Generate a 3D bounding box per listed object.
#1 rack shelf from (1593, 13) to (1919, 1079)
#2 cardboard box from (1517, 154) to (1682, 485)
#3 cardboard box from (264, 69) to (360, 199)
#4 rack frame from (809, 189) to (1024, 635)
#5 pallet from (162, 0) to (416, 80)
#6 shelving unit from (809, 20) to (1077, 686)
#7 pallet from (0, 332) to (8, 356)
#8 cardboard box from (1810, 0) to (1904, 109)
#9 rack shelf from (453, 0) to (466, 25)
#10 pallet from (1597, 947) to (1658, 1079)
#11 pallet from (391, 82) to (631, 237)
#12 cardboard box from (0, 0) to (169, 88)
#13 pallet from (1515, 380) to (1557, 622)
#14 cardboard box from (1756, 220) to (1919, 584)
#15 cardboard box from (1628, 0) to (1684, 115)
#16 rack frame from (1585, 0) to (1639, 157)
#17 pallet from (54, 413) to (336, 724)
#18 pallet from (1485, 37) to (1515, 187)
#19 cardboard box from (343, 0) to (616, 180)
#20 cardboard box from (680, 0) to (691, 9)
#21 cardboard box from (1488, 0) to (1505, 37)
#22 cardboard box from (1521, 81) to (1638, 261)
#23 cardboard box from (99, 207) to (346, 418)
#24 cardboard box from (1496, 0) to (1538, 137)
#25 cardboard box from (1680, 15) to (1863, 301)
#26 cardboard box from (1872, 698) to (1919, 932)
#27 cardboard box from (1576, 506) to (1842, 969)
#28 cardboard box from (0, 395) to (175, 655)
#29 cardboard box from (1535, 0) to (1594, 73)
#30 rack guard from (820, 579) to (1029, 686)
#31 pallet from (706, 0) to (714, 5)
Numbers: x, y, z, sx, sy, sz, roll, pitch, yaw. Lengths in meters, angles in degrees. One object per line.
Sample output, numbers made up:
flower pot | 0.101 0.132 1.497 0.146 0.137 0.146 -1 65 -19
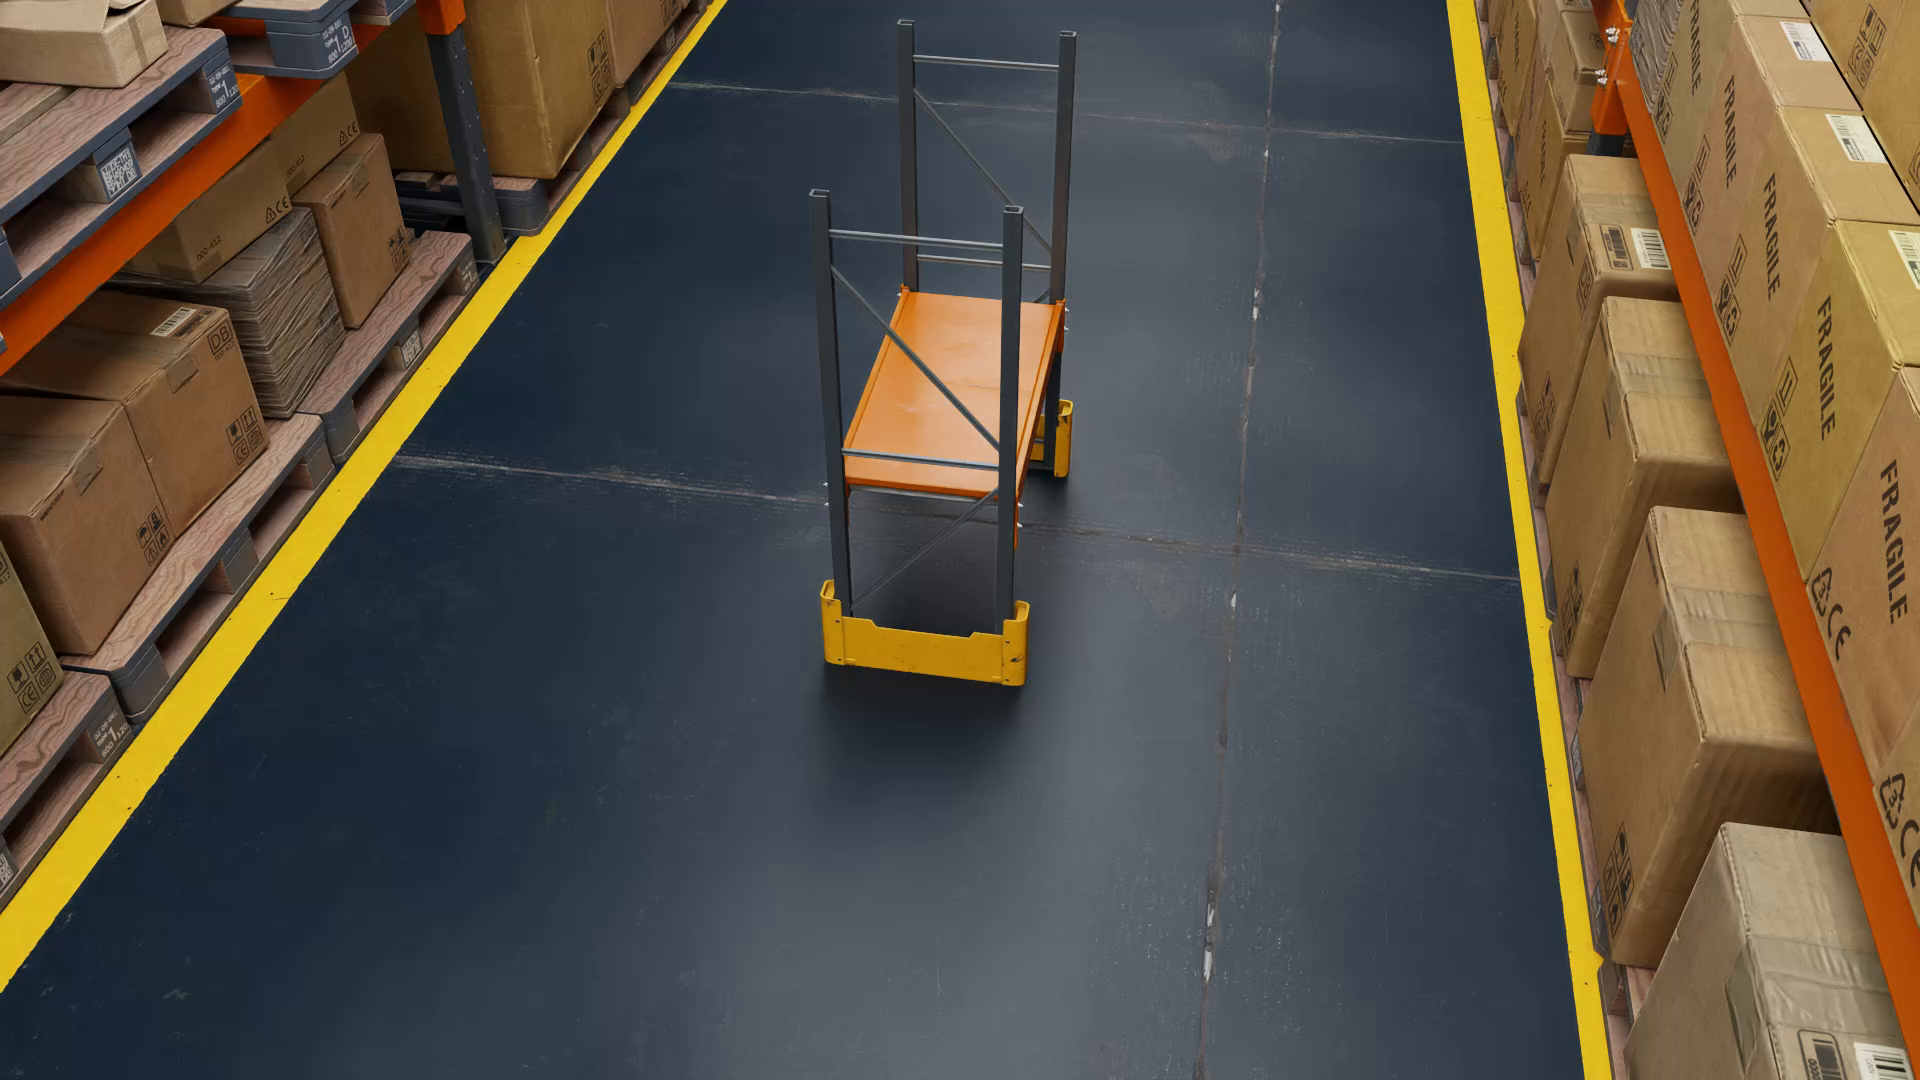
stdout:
rack shelf | 2.209 -0.183 3.682 1.077 0.370 4.000 6 40 8
cardboard box | 2.361 -0.638 5.104 1.050 0.750 0.750 6 40 7
cardboard box | -2.399 -1.398 5.614 0.500 0.250 0.500 8 40 9
rack frame | -0.103 -0.205 4.321 0.500 1.500 0.032 6 40 8
pallet | -2.331 -1.793 5.215 1.213 0.211 1.003 6 40 8
shelving unit | -0.013 -0.530 4.714 0.587 1.500 1.083 6 40 8
pallet | -2.729 -0.205 3.295 1.003 0.211 1.213 6 40 8
cardboard box | 2.295 -1.219 3.507 0.700 0.500 0.500 6 40 7
rack shelf | -1.966 -3.304 7.457 1.077 0.370 4.000 6 40 8
pallet | 1.922 1.377 3.419 1.003 0.211 1.213 6 40 8
pallet | -2.102 -1.738 7.186 1.003 0.211 1.213 6 40 8
cardboard box | -2.335 -1.360 4.317 0.396 0.266 0.258 5 40 6
pallet | 2.344 -0.155 5.271 1.003 0.211 1.213 6 40 8
cardboard box | 1.865 -0.235 3.102 0.500 0.500 0.500 7 40 8
cardboard box | 2.212 -1.502 4.635 0.500 0.500 0.500 7 40 8
rack frame | 2.555 -1.716 4.971 1.000 3.000 0.127 6 40 8
pallet | -2.663 0.002 5.082 1.003 0.211 1.213 6 40 8
pallet | 2.905 -1.895 7.376 1.003 0.211 1.213 6 40 8
cardboard box | -2.173 -2.100 6.774 1.225 0.875 0.875 5 40 6
cardboard box | -1.865 -3.215 8.122 1.225 0.875 0.875 5 40 6
cardboard box | 2.768 -2.658 7.743 0.500 0.500 0.500 8 40 10
cardboard box | 2.412 -1.356 6.168 0.500 0.500 0.500 6 40 7
cardboard box | -2.492 -0.760 5.432 0.700 0.500 0.500 3 40 4
cardboard box | 2.581 -2.015 6.965 0.500 0.500 0.500 5 40 6
cardboard box | 2.039 -0.866 3.865 0.500 0.500 0.500 6 40 8
cardboard box | 1.690 0.399 2.335 0.500 0.500 0.500 6 40 7
cardboard box | 2.052 0.495 3.733 1.050 0.750 0.750 6 40 8
cardboard box | -2.680 -0.053 4.577 0.700 0.500 0.500 3 40 4
cardboard box | 2.492 -1.980 6.334 0.500 0.250 0.500 7 40 8
rack guard | -0.099 0.264 4.734 0.587 0.250 0.087 6 40 8
pallet | -1.680 -3.269 9.038 1.003 0.211 1.213 6 40 8
